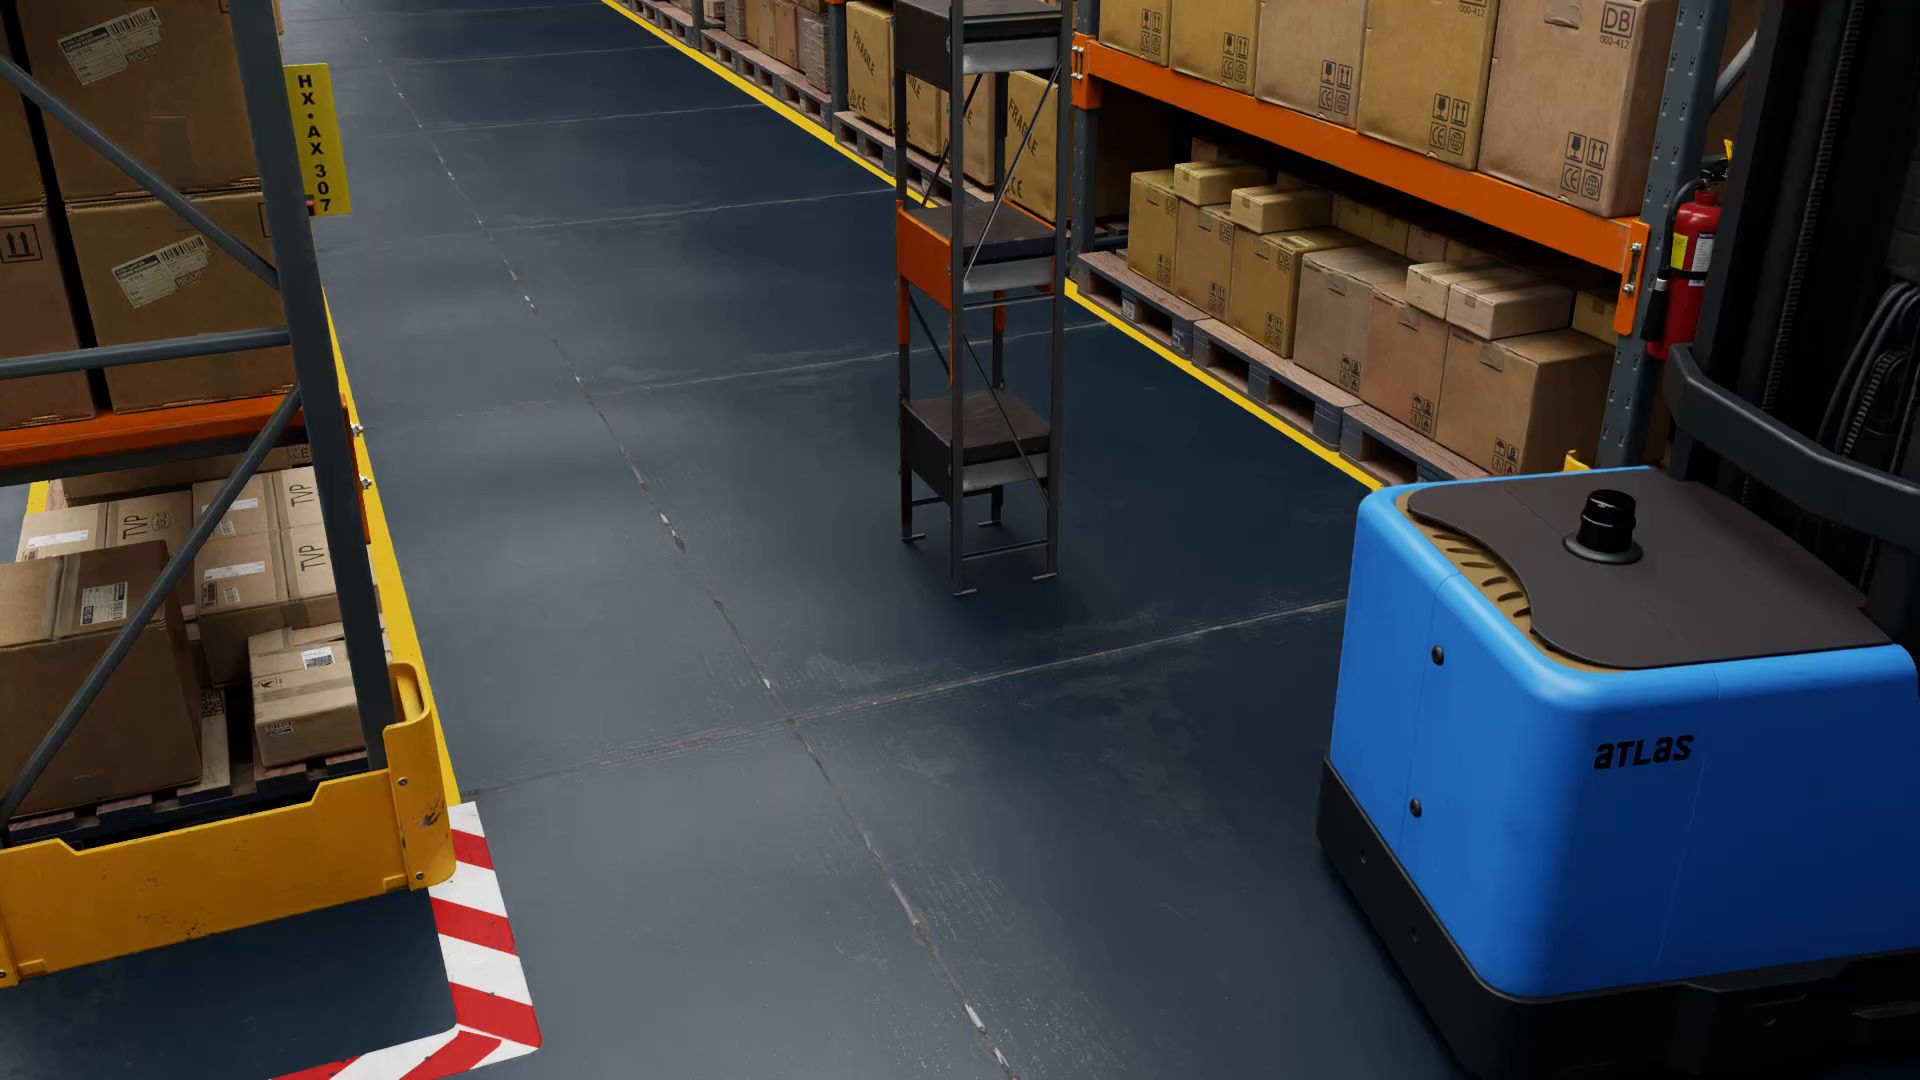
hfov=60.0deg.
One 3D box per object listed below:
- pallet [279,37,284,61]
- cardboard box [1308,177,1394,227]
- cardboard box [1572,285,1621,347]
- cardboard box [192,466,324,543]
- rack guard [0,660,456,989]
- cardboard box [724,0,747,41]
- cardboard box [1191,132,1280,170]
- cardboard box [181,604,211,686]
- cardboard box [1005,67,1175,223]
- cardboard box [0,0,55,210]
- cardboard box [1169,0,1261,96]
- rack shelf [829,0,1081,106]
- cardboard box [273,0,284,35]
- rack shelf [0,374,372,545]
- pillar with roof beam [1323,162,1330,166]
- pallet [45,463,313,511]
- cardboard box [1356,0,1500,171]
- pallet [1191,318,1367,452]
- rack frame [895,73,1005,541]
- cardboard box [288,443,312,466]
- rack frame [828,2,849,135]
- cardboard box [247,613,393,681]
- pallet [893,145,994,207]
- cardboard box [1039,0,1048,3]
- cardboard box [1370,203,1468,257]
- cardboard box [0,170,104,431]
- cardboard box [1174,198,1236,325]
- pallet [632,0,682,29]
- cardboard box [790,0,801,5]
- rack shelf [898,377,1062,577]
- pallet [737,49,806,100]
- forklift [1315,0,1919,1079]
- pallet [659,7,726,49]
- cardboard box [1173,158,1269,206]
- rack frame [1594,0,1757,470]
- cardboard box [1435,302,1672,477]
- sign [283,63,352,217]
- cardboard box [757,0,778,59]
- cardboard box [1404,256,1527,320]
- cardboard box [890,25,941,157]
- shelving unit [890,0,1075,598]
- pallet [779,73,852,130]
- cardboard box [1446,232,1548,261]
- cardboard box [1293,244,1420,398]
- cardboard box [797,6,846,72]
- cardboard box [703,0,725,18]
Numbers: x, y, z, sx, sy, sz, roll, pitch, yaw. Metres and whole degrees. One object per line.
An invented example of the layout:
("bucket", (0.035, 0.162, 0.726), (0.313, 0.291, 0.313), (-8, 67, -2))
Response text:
("pallet", (-3.681, -2.256, 7.671), (1.003, 0.211, 1.213), (-11, 28, -21))
("cardboard box", (1.822, -1.563, 7.664), (0.380, 0.149, 0.250), (-10, 28, -20))
("cardboard box", (2.521, -0.845, 6.194), (0.380, 0.149, 0.250), (-10, 28, -20))
("cardboard box", (-2.246, -0.021, 5.506), (0.500, 0.250, 0.500), (-11, 28, -21))
("rack guard", (-1.932, 0.706, 4.234), (1.175, 0.500, 0.348), (-11, 28, -21))
("cardboard box", (-1.741, -4.864, 15.140), (0.700, 0.500, 0.500), (-10, 28, -19))
("cardboard box", (1.412, -1.984, 8.526), (0.380, 0.149, 0.250), (-11, 28, -21))
("cardboard box", (-2.418, 0.333, 4.877), (0.380, 0.166, 0.250), (-11, 28, -21))
("cardboard box", (0.714, -2.317, 9.548), (0.750, 0.750, 0.750), (-10, 28, -20))
("cardboard box", (-2.329, -1.013, 3.653), (0.500, 0.500, 0.500), (-11, 28, -21))
("cardboard box", (1.566, -2.471, 7.551), (0.980, 0.700, 0.700), (-11, 28, -22))
("rack shelf", (0.305, -3.338, 10.488), (1.077, 0.370, 4.000), (-11, 28, -21))
("cardboard box", (-3.448, -2.465, 7.286), (0.700, 0.500, 0.500), (-22, 34, -37))
("rack shelf", (-2.685, -0.871, 5.434), (1.077, 0.370, 4.000), (-11, 28, -21))
("pillar with roof beam", (-1.803, -4.676, 5.571), (9.100, 9.000, 0.400), (-11, 28, -21))
("pallet", (-2.719, 0.023, 5.963), (1.003, 0.211, 1.213), (-11, 28, -21))
("cardboard box", (2.150, -1.870, 6.319), (0.980, 0.700, 0.700), (-11, 28, -21))
("pallet", (1.795, -0.787, 7.622), (1.003, 0.211, 1.213), (-11, 28, -21))
("rack frame", (-0.031, -0.975, 5.854), (0.400, 2.100, 0.015), (-11, 28, -21))
("cardboard box", (-2.691, -0.507, 6.432), (0.500, 0.311, 0.500), (-11, 28, -21))
("rack frame", (-0.479, -4.469, 11.984), (1.000, 3.000, 0.127), (-11, 28, -21))
("cardboard box", (-1.848, 0.360, 4.822), (0.380, 0.166, 0.250), (-11, 28, -21))
("pallet", (0.235, -2.393, 10.910), (1.003, 0.211, 1.213), (-11, 28, -21))
("cardboard box", (0.574, -2.936, 9.107), (0.380, 0.149, 0.250), (-10, 28, -20))
("cardboard box", (2.023, -1.357, 7.241), (0.380, 0.149, 0.250), (-10, 28, -20))
("cardboard box", (-2.328, -0.565, 3.875), (0.500, 0.500, 0.500), (-10, 28, -19))
("cardboard box", (1.480, -1.396, 8.062), (0.700, 0.500, 0.500), (-11, 28, -21))
("pallet", (-2.822, -5.589, 17.456), (1.003, 0.211, 1.213), (-11, 28, -21))
("cardboard box", (-1.180, -4.610, 13.765), (0.500, 0.250, 0.500), (-11, 28, -21))
("rack shelf", (0.065, -0.235, 5.966), (0.431, 0.518, 0.480), (-11, 28, -21))
("pallet", (-1.257, -4.023, 14.249), (1.003, 0.211, 1.213), (-11, 28, -21))
("forklift", (2.524, -0.395, 3.719), (3.031, 2.935, 1.130), (-5, 26, -10))
("pallet", (-2.341, -5.096, 16.446), (1.003, 0.211, 1.213), (-11, 28, -21))
("cardboard box", (1.253, -1.722, 7.989), (0.380, 0.149, 0.250), (-10, 28, -19))
("rack frame", (2.654, -1.239, 5.369), (1.000, 3.000, 0.127), (-11, 28, -21))
("cardboard box", (2.288, -0.570, 6.369), (0.700, 0.500, 0.500), (-11, 28, -21))
("sign", (-1.403, -0.869, 3.624), (0.100, 0.325, 0.005), (-11, 28, -21))
("cardboard box", (-1.330, -4.451, 14.295), (0.700, 0.500, 0.500), (-10, 28, -20))
("cardboard box", (1.970, -0.985, 6.480), (0.380, 0.149, 0.250), (-10, 28, -19))
("cardboard box", (0.026, -3.017, 10.982), (0.750, 0.750, 0.750), (-11, 28, -21))
("shelving unit", (0.065, -0.877, 5.652), (0.431, 2.100, 0.503), (-11, 28, -21))
("pallet", (-0.783, -3.531, 13.242), (1.003, 0.211, 1.213), (-11, 28, -21))
("cardboard box", (2.225, -1.151, 6.819), (0.380, 0.149, 0.250), (-10, 28, -20))
("cardboard box", (1.895, -0.975, 7.198), (0.700, 0.500, 0.500), (-12, 28, -22))
("cardboard box", (-0.903, -4.053, 13.479), (0.700, 0.500, 0.500), (-11, 28, -21))
("cardboard box", (-2.282, -5.219, 16.248), (0.380, 0.166, 0.250), (-15, 30, -27))
